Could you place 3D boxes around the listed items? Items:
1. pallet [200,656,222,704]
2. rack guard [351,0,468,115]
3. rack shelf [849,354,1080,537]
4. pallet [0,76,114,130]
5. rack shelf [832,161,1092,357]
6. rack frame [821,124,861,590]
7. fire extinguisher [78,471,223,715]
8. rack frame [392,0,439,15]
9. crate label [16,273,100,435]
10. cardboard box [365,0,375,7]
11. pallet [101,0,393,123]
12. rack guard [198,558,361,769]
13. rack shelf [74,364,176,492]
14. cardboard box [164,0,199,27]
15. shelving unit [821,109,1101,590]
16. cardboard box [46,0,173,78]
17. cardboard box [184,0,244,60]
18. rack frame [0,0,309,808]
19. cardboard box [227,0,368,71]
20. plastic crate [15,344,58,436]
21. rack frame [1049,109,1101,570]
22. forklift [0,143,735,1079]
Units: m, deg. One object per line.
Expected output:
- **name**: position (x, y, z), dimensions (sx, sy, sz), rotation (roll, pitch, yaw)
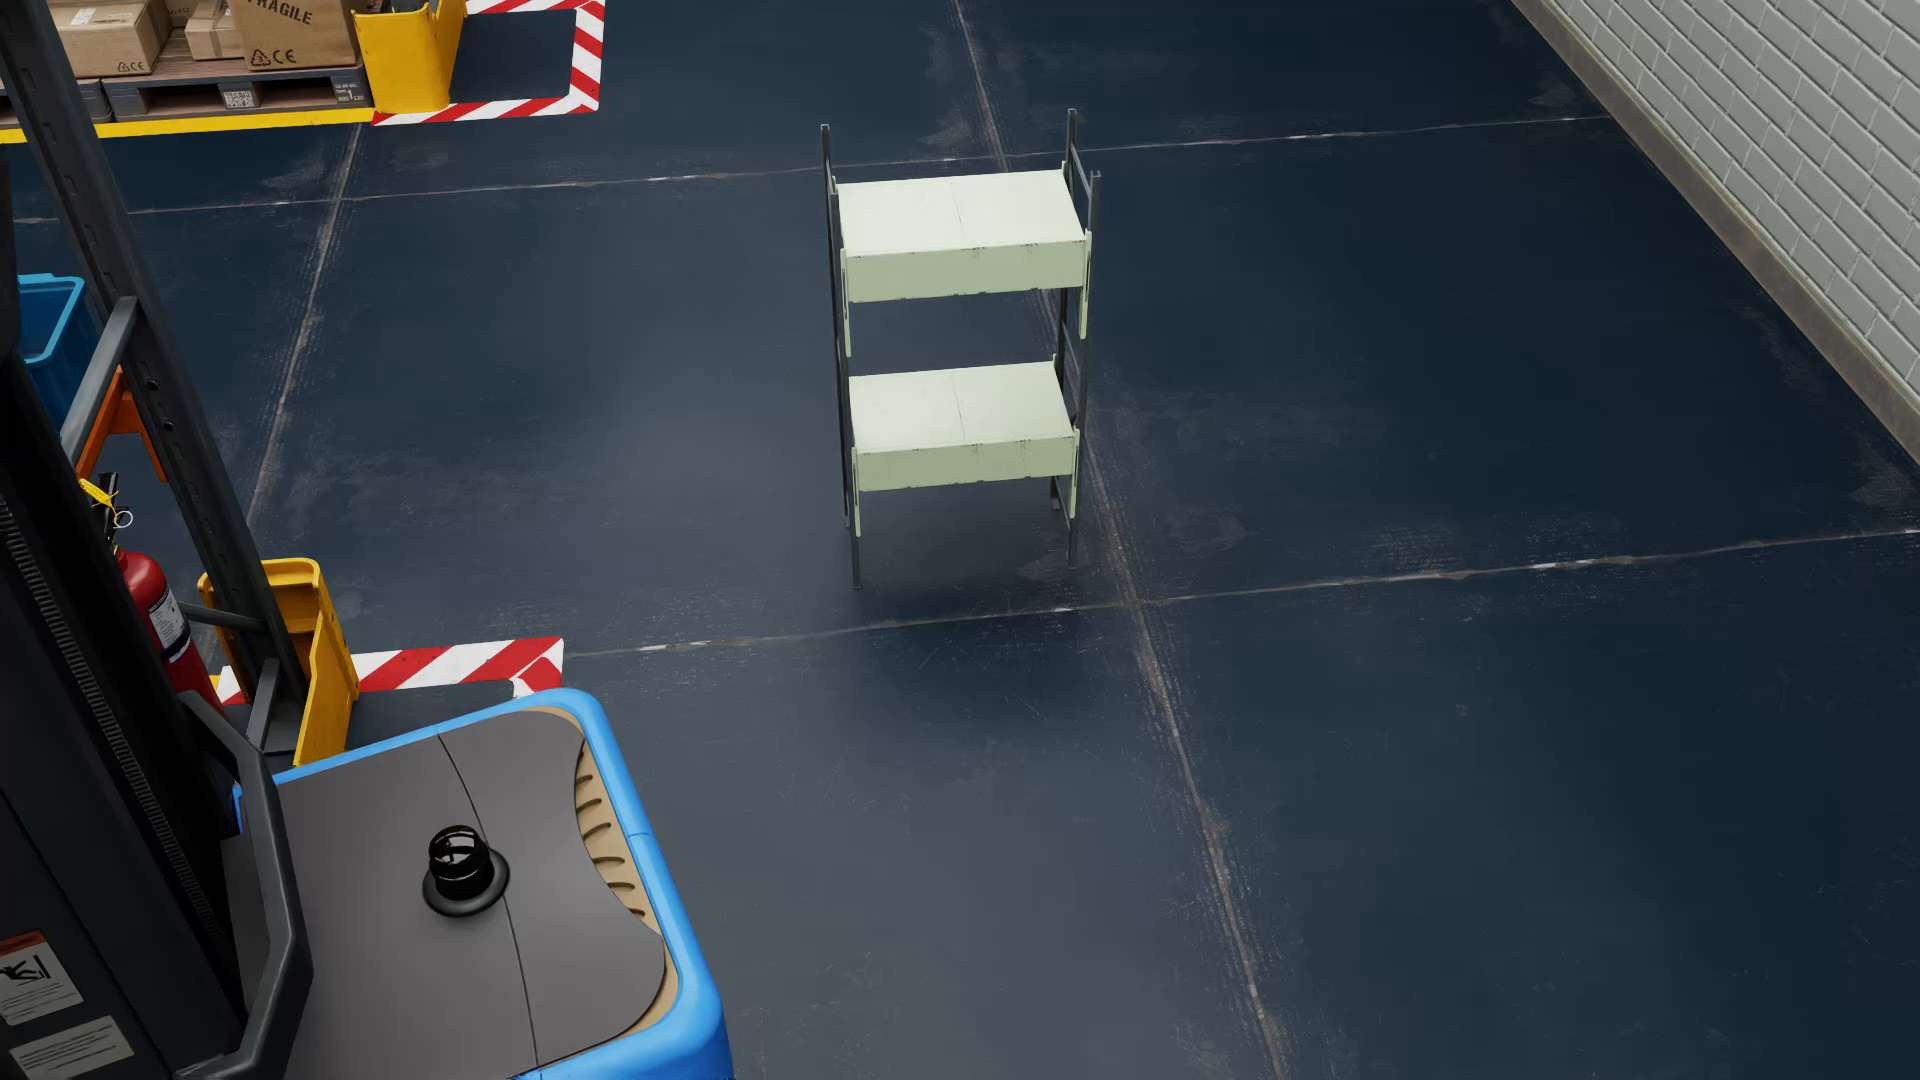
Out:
- **pallet**: position (-2.837, 0.800, 4.705), dimensions (1.213, 0.211, 1.003), rotation (-5, 42, -6)
- **rack guard**: position (-2.728, -2.636, 8.299), dimensions (0.348, 0.500, 1.175), rotation (-5, 42, -6)
- **rack shelf**: position (-0.007, -0.314, 5.465), dimensions (0.720, 0.370, 0.431), rotation (-5, 42, -6)
- **pallet**: position (-4.726, -2.355, 8.204), dimensions (1.213, 0.211, 1.003), rotation (-5, 42, -6)
- **rack shelf**: position (-0.007, -0.846, 4.986), dimensions (0.720, 0.370, 0.431), rotation (-5, 42, -6)
- **rack frame**: position (-0.370, -0.525, 5.212), dimensions (0.023, 1.500, 0.400), rotation (-5, 42, -6)
- **fire extinguisher**: position (-1.806, 0.175, 3.653), dimensions (0.183, 0.674, 0.296), rotation (-5, 42, -6)
- **rack frame**: position (-2.653, -3.571, 7.470), dimensions (0.127, 3.000, 1.000), rotation (-5, 42, -6)
- **crate label**: position (-2.302, -0.438, 4.077), dimensions (0.303, 0.233, 0.416), rotation (-5, 42, -6)
- **cardboard box**: position (-3.113, -2.868, 8.490), dimensions (0.250, 0.149, 0.380), rotation (-5, 42, -6)
- **pallet**: position (-3.518, -2.459, 8.319), dimensions (1.213, 0.211, 1.003), rotation (-5, 42, -6)
- **rack guard**: position (-1.992, 0.636, 4.671), dimensions (0.348, 0.500, 1.175), rotation (-5, 42, -6)
- **rack shelf**: position (-3.997, 0.160, 3.870), dimensions (4.000, 0.370, 1.077), rotation (-5, 42, -6)
- **cardboard box**: position (-3.724, -2.811, 8.352), dimensions (0.500, 0.250, 0.500), rotation (-5, 42, -6)
- **shelving unit**: position (-0.007, -0.556, 5.247), dimensions (0.755, 1.500, 0.431), rotation (-5, 42, -6)
- **cardboard box**: position (-4.106, -2.440, 7.940), dimensions (0.500, 0.250, 0.500), rotation (-5, 42, -6)
- **cardboard box**: position (-3.573, -2.496, 8.065), dimensions (0.250, 0.166, 0.380), rotation (-5, 42, -6)
- **rack frame**: position (-2.014, -0.281, 3.822), dimensions (0.127, 3.000, 1.000), rotation (-5, 42, -6)
- **cardboard box**: position (-3.160, -2.595, 7.926), dimensions (0.500, 0.500, 0.500), rotation (-5, 42, -6)
- **plastic crate**: position (-2.322, -0.163, 3.620), dimensions (0.499, 0.435, 0.616), rotation (-5, 42, -6)
- **rack frame**: position (0.356, -0.588, 5.282), dimensions (0.023, 1.500, 0.400), rotation (-5, 42, -6)
- **forklift**: position (-2.004, 0.732, 2.750), dimensions (3.031, 2.935, 1.130), rotation (-17, 45, -18)
